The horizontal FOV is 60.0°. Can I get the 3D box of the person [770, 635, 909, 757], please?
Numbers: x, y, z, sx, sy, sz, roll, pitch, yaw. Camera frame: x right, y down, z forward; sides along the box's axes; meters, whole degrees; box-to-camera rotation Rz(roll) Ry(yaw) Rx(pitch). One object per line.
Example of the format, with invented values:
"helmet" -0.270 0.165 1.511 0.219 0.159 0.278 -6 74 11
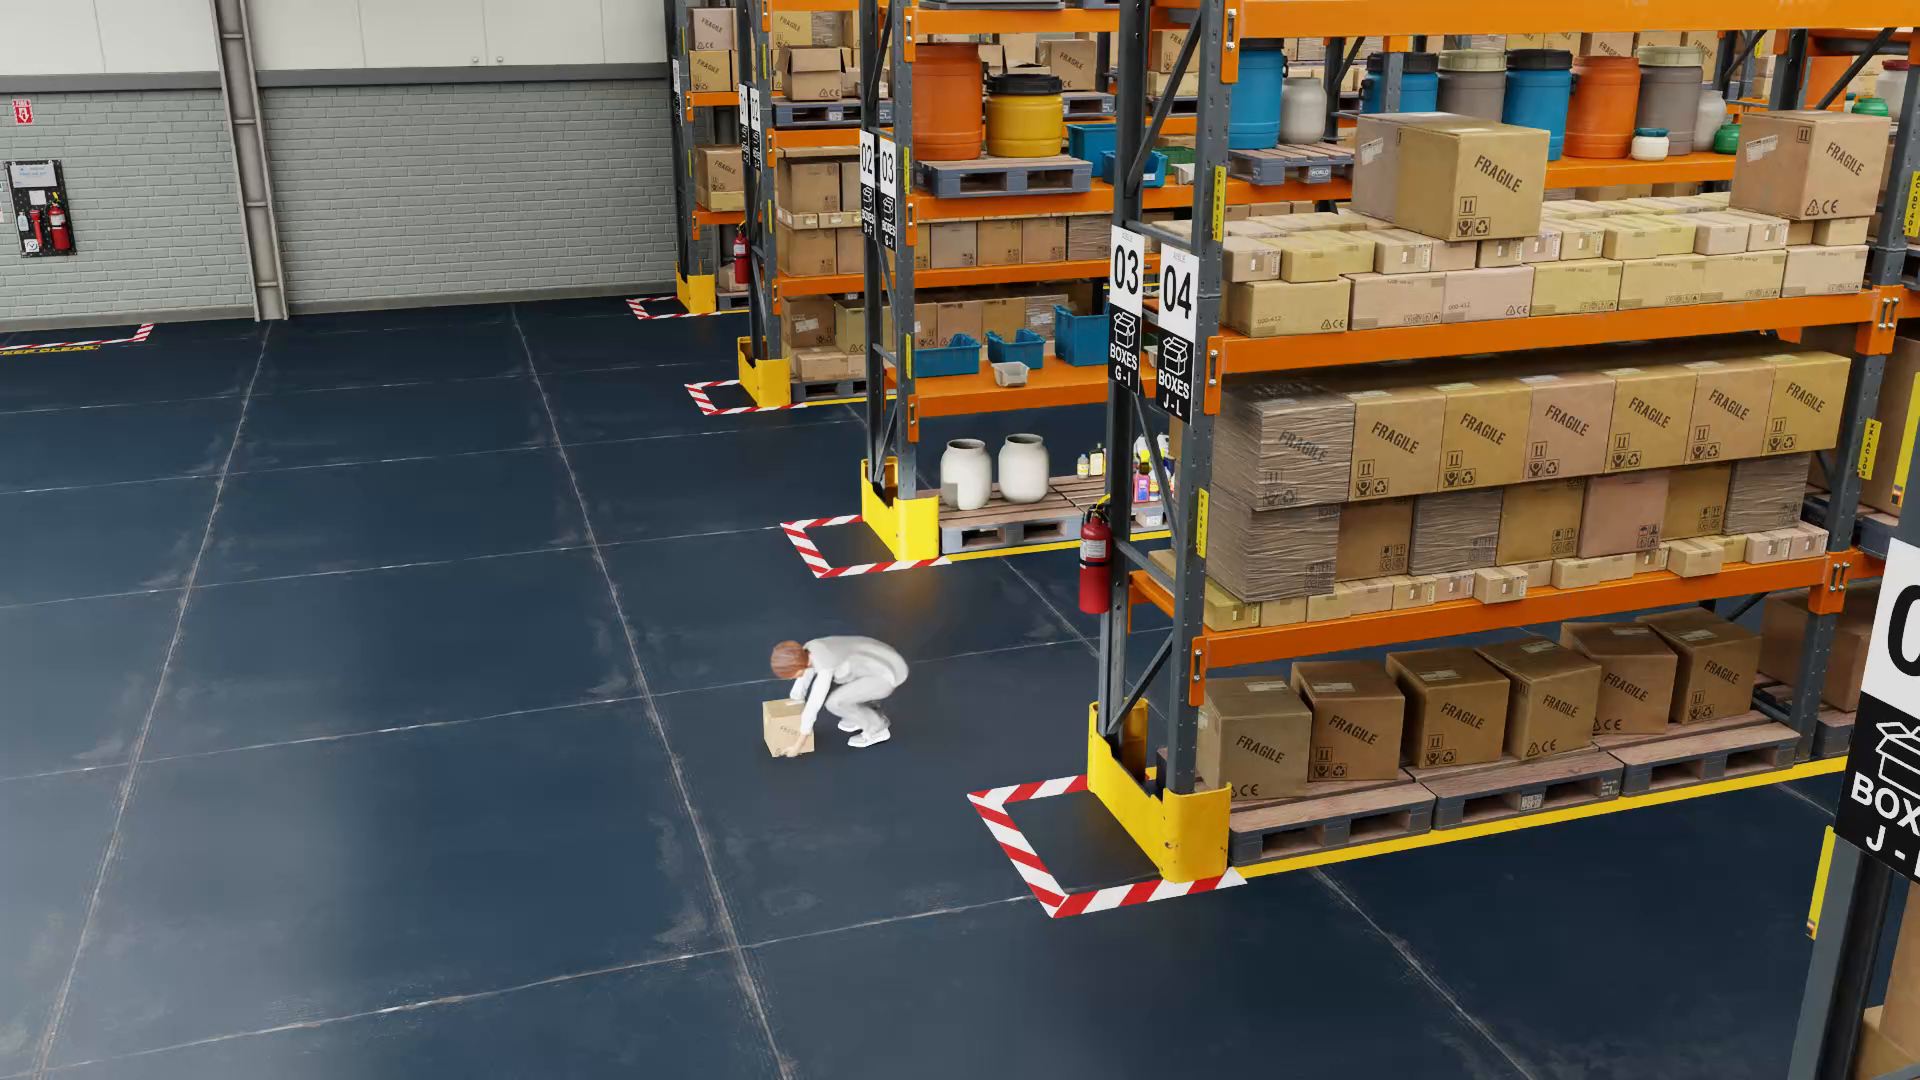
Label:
"person" -0.718 0.905 9.967 0.847 0.736 0.428 -7 21 -18
